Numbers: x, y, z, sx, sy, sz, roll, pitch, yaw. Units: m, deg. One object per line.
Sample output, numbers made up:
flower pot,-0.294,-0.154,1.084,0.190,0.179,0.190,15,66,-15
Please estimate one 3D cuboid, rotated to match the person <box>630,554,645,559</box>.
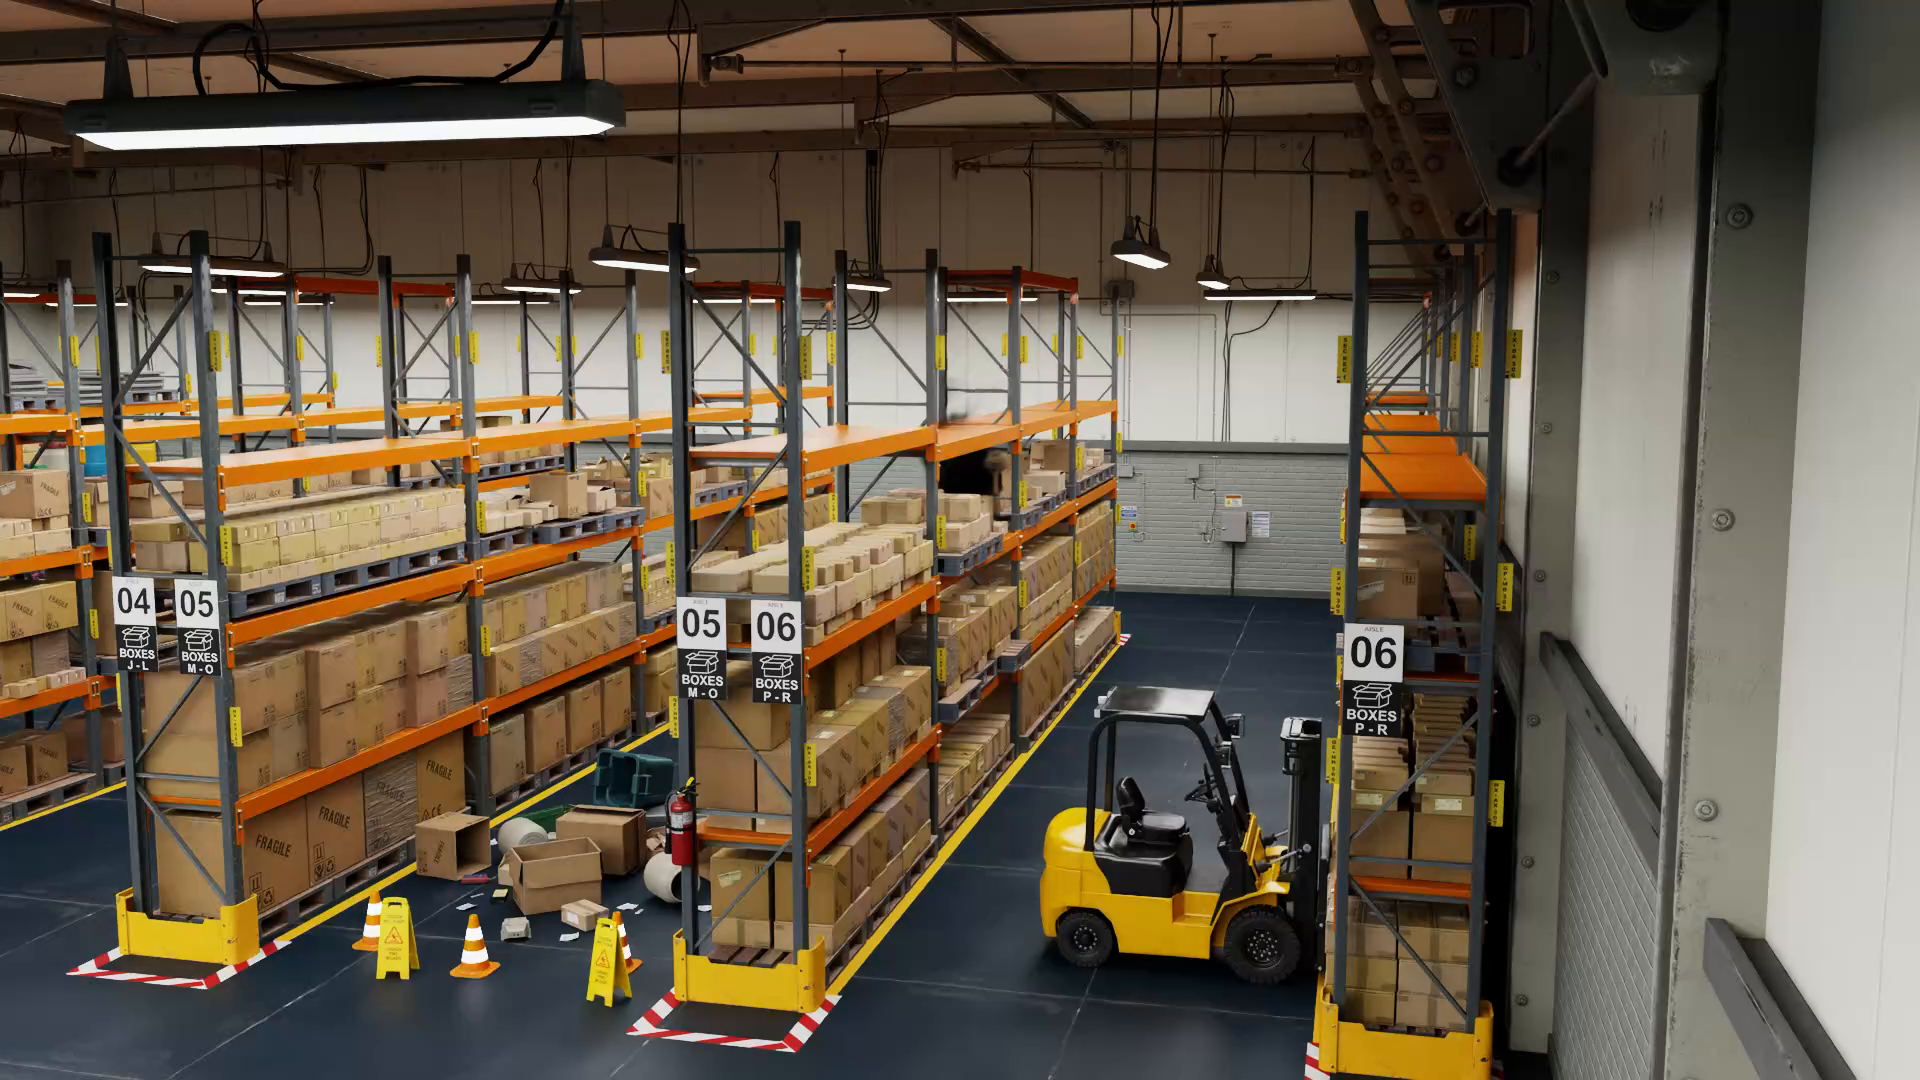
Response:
person,-5.101,1.050,26.765,0.678,1.751,0.669,2,7,19
